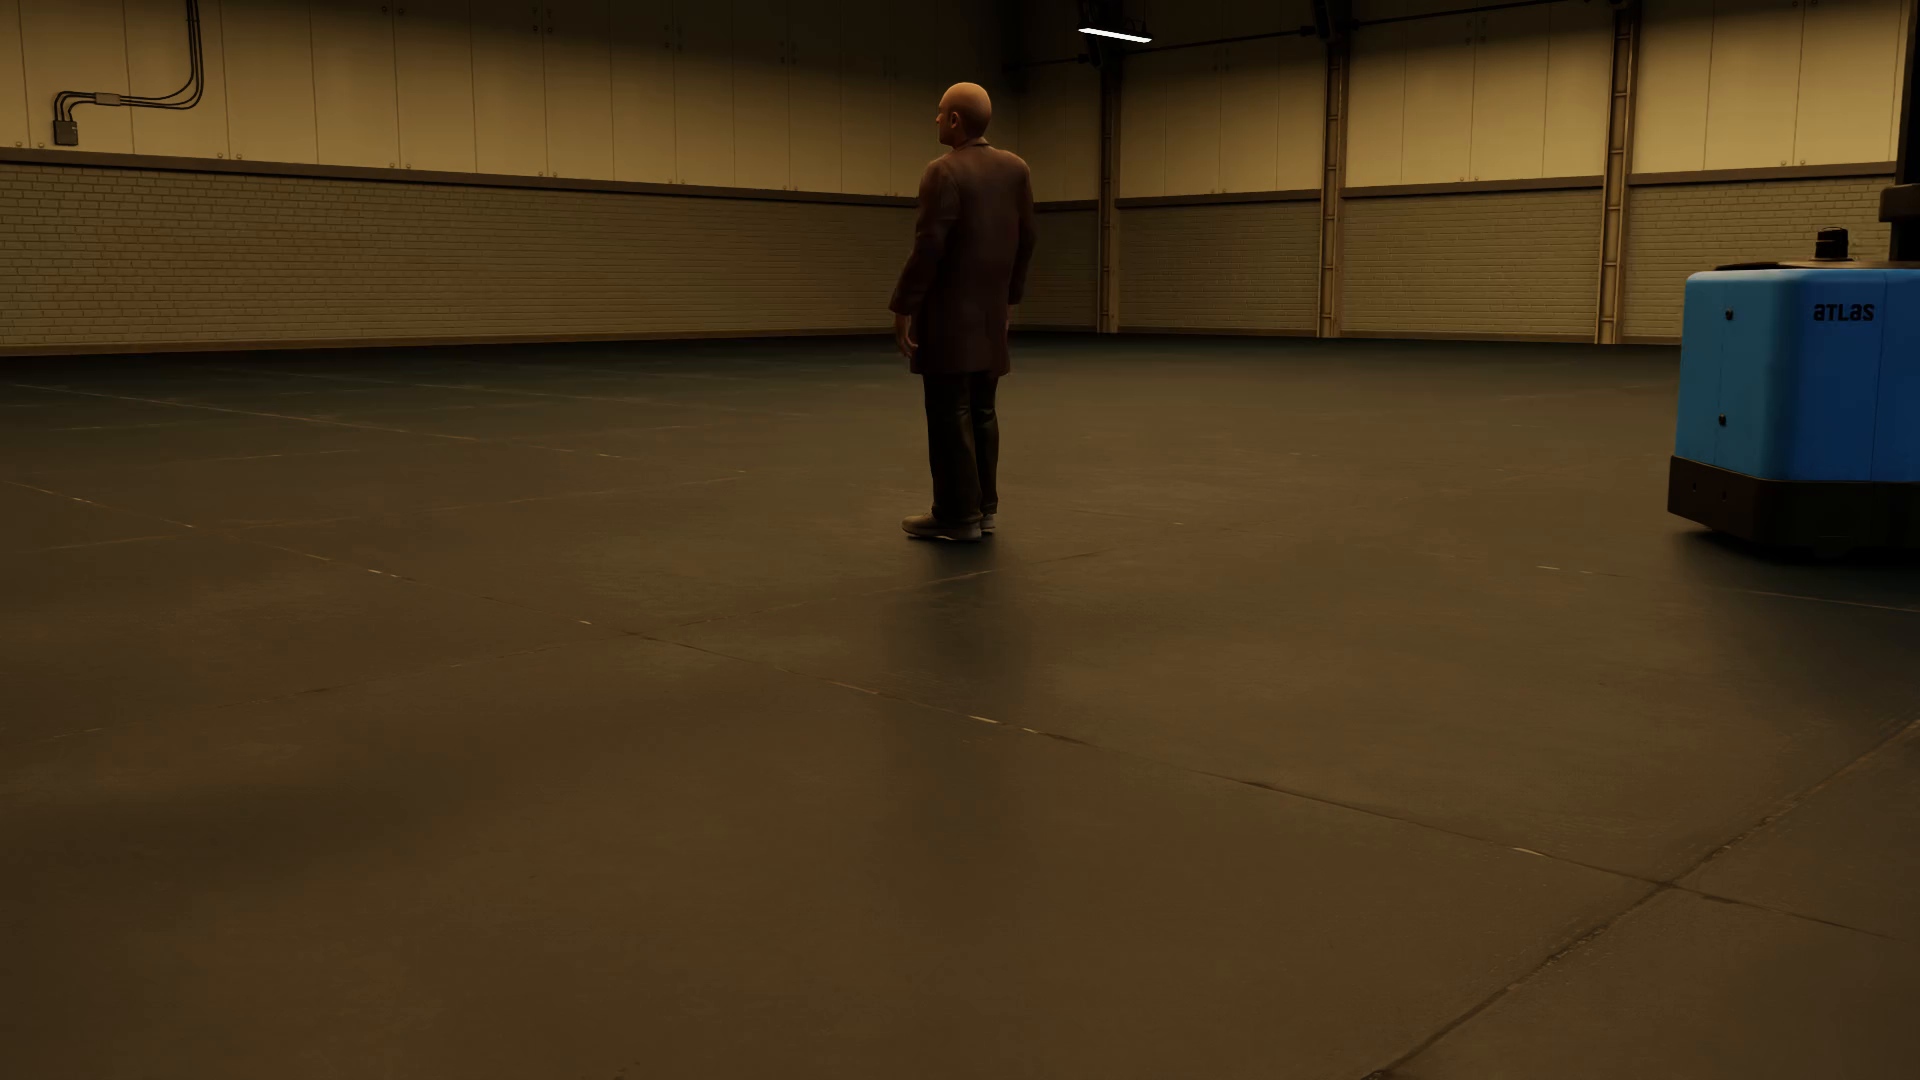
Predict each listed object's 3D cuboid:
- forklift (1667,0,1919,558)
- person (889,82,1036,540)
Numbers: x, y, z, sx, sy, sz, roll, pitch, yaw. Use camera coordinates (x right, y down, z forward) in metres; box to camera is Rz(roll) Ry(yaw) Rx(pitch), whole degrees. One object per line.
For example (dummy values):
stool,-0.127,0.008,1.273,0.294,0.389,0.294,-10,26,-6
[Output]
forklift,4.478,-1.420,6.307,3.031,2.935,1.130,0,9,3
person,-0.063,-0.896,6.650,0.579,1.777,0.698,8,12,43
